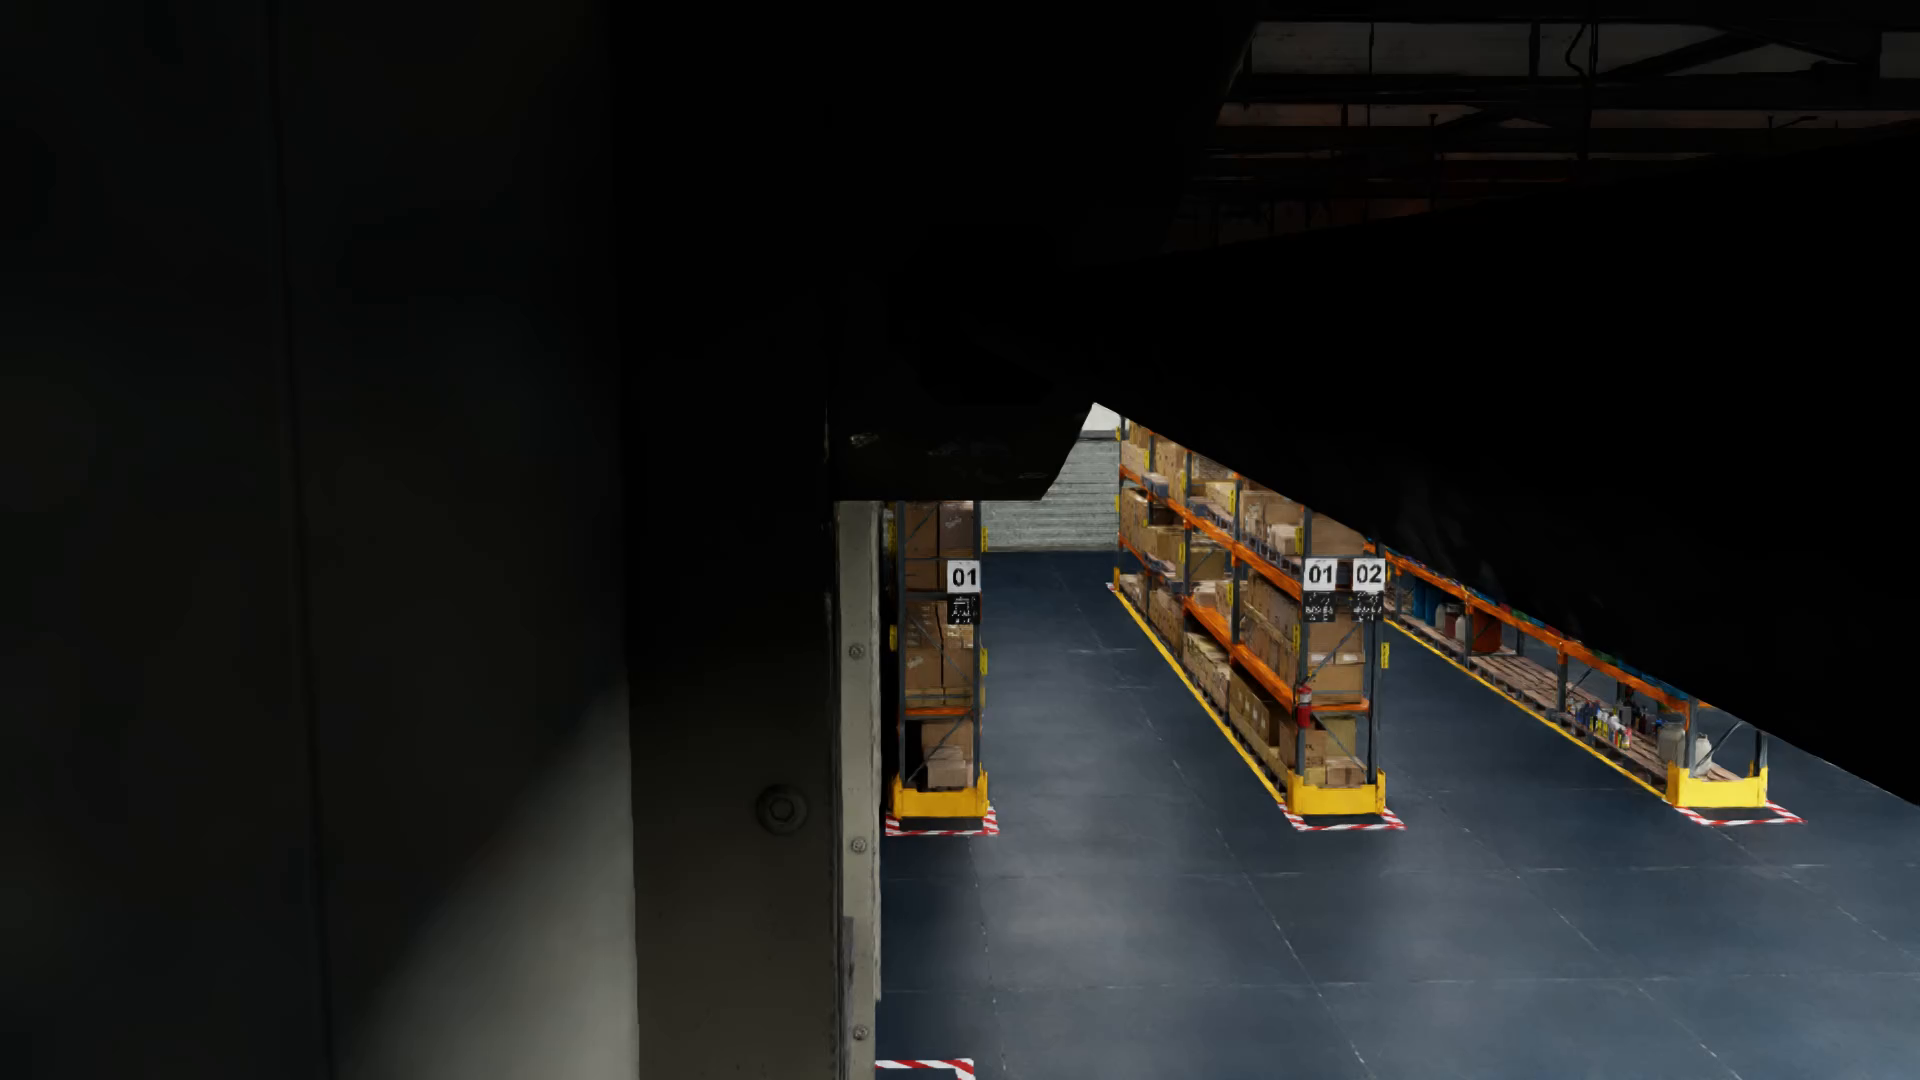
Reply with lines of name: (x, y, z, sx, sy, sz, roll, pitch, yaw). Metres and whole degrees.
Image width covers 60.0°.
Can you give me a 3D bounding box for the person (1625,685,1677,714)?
person: (10.635, 1.789, 25.597, 0.667, 1.778, 0.787, -3, 9, -20)
